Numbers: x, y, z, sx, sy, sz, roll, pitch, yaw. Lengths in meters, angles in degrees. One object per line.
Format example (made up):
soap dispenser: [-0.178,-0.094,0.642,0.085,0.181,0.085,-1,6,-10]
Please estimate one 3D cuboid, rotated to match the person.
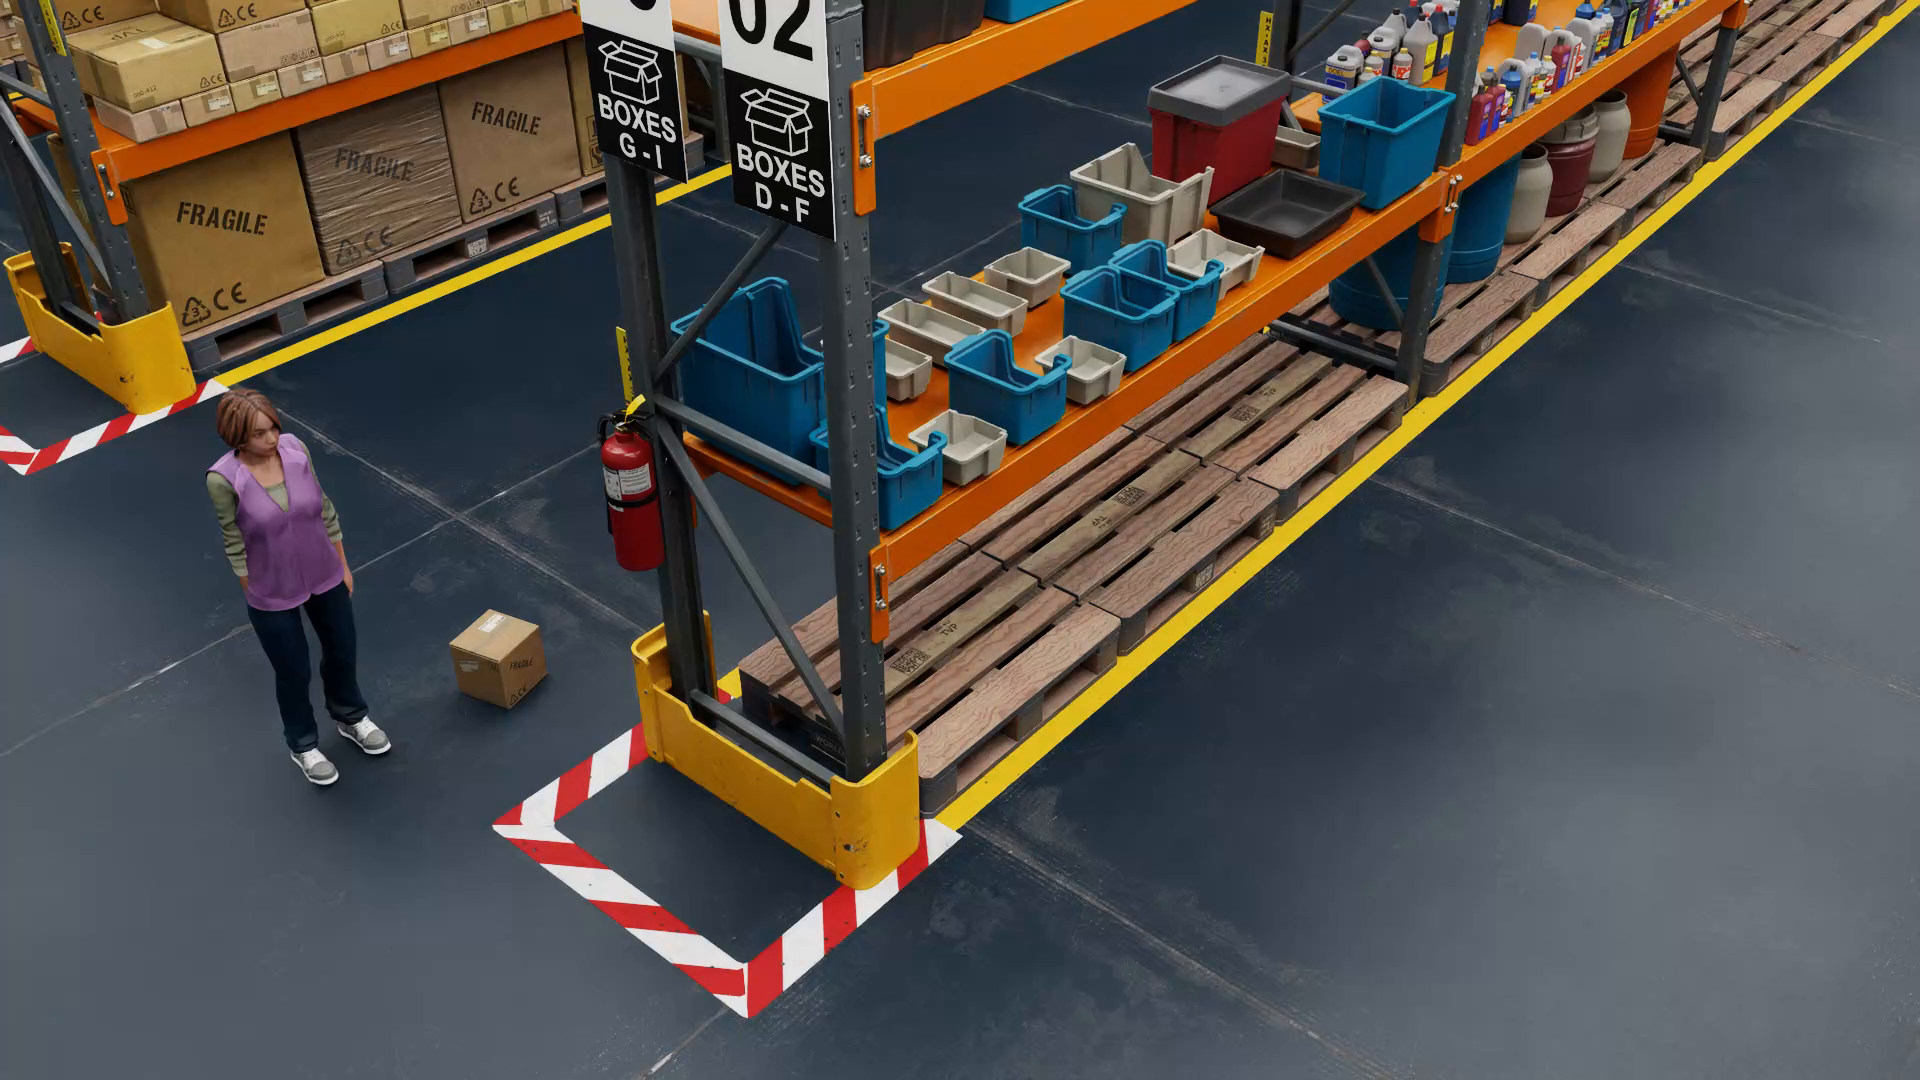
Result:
person: [-2.360,0.161,5.934,0.309,1.597,0.405,27,43,32]
